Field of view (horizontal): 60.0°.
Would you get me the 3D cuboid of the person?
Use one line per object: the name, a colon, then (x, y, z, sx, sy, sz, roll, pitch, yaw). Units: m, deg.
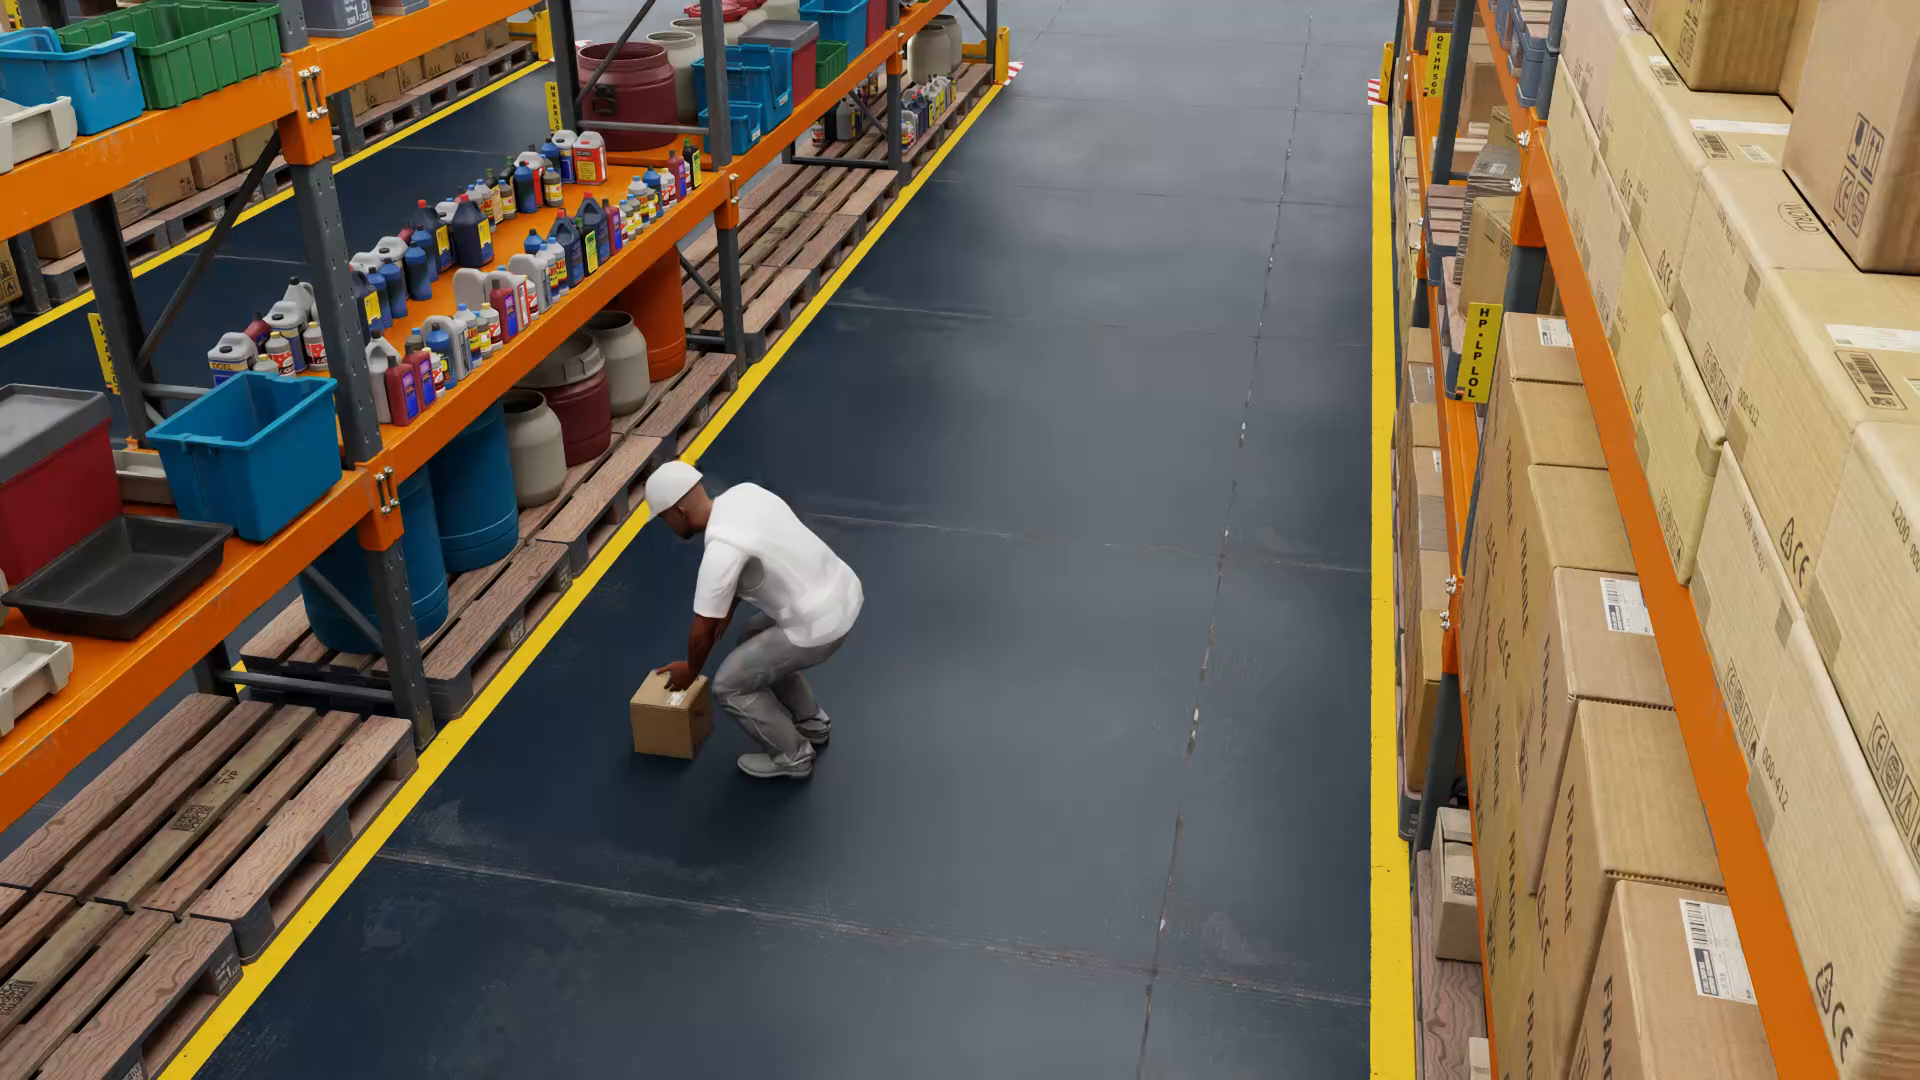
person: (-0.795, 0.314, 6.499, 0.805, 1.313, 0.629, 6, 29, 11)
